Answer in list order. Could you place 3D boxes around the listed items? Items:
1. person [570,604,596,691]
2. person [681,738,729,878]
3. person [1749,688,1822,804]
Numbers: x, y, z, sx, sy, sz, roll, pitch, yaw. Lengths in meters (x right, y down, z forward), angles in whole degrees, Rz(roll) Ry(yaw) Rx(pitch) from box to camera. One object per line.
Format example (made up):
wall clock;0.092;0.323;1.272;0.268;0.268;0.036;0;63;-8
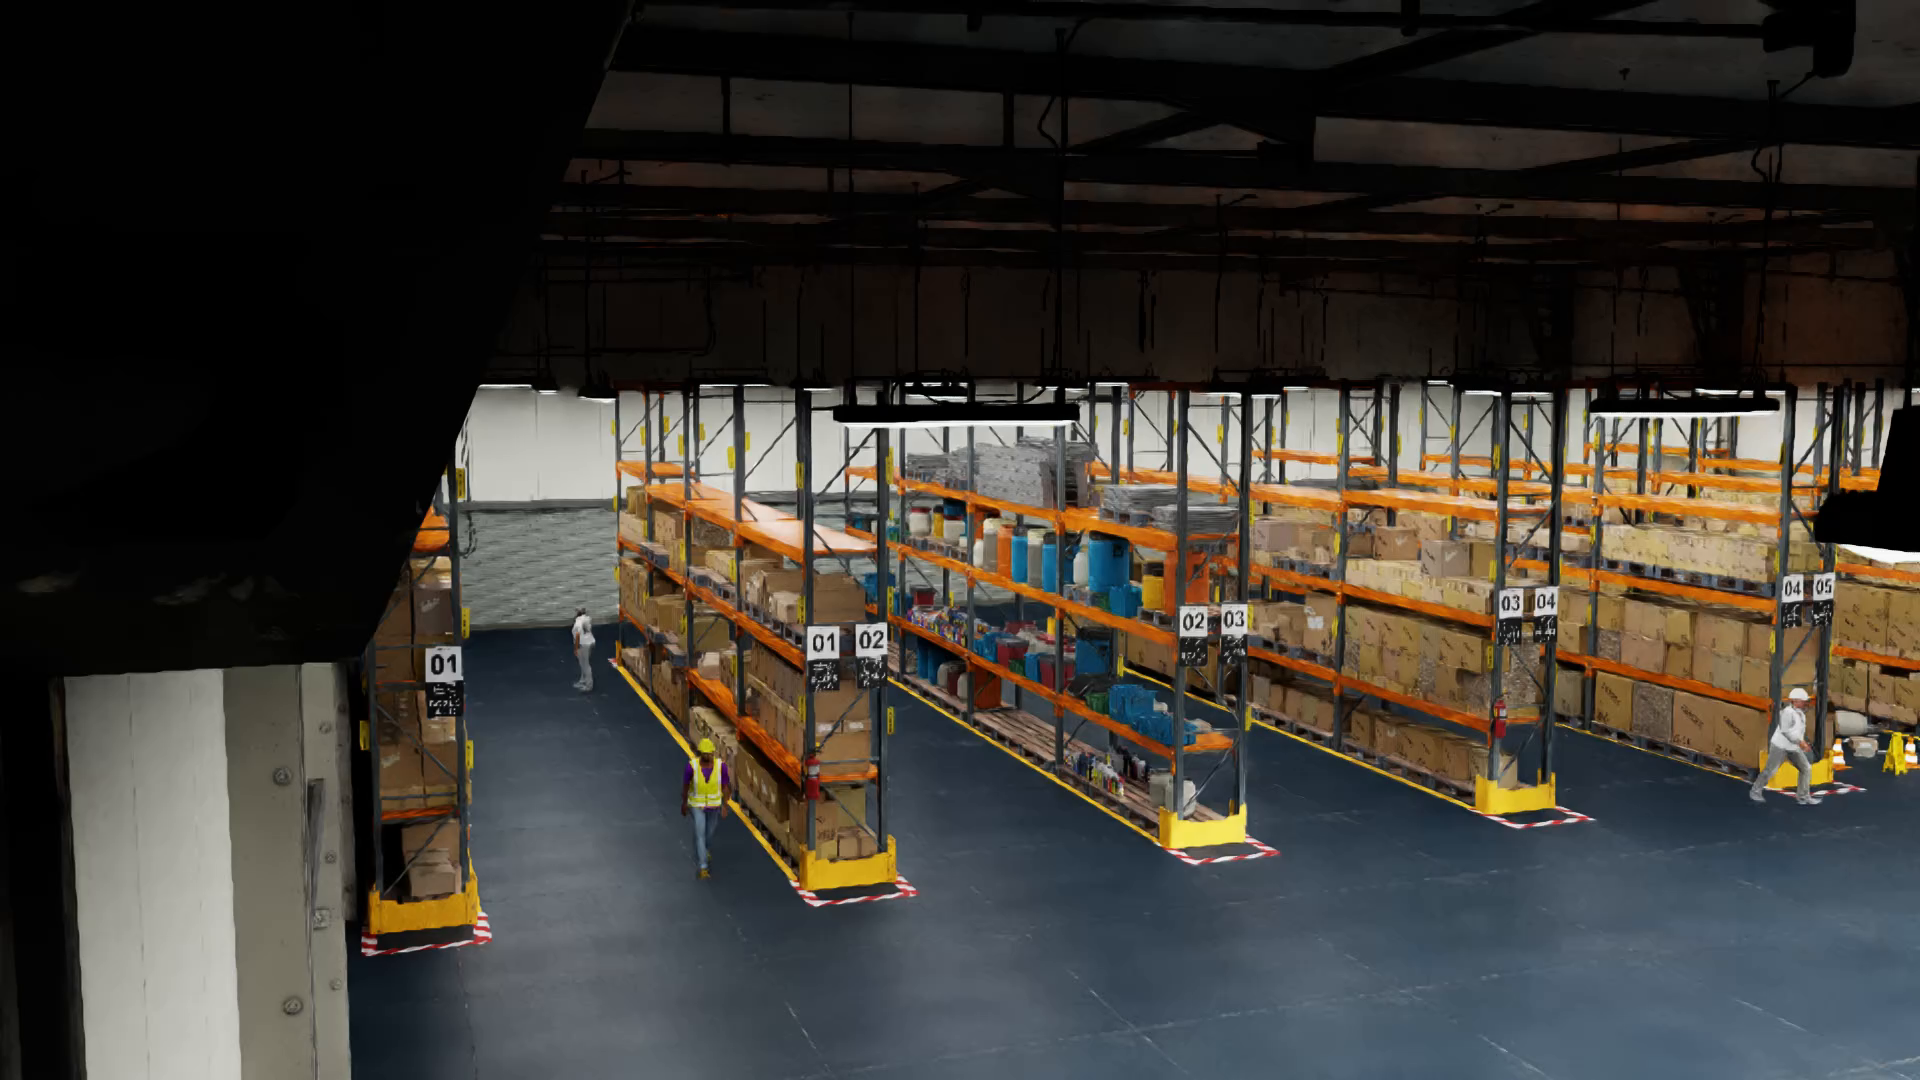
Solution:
person;-7.360;2.074;32.378;0.556;1.659;0.598;1;6;12
person;-3.152;3.290;20.740;0.575;1.689;1.128;-2;6;-21
person;11.890;2.949;23.919;0.682;1.713;0.844;-4;7;-36
